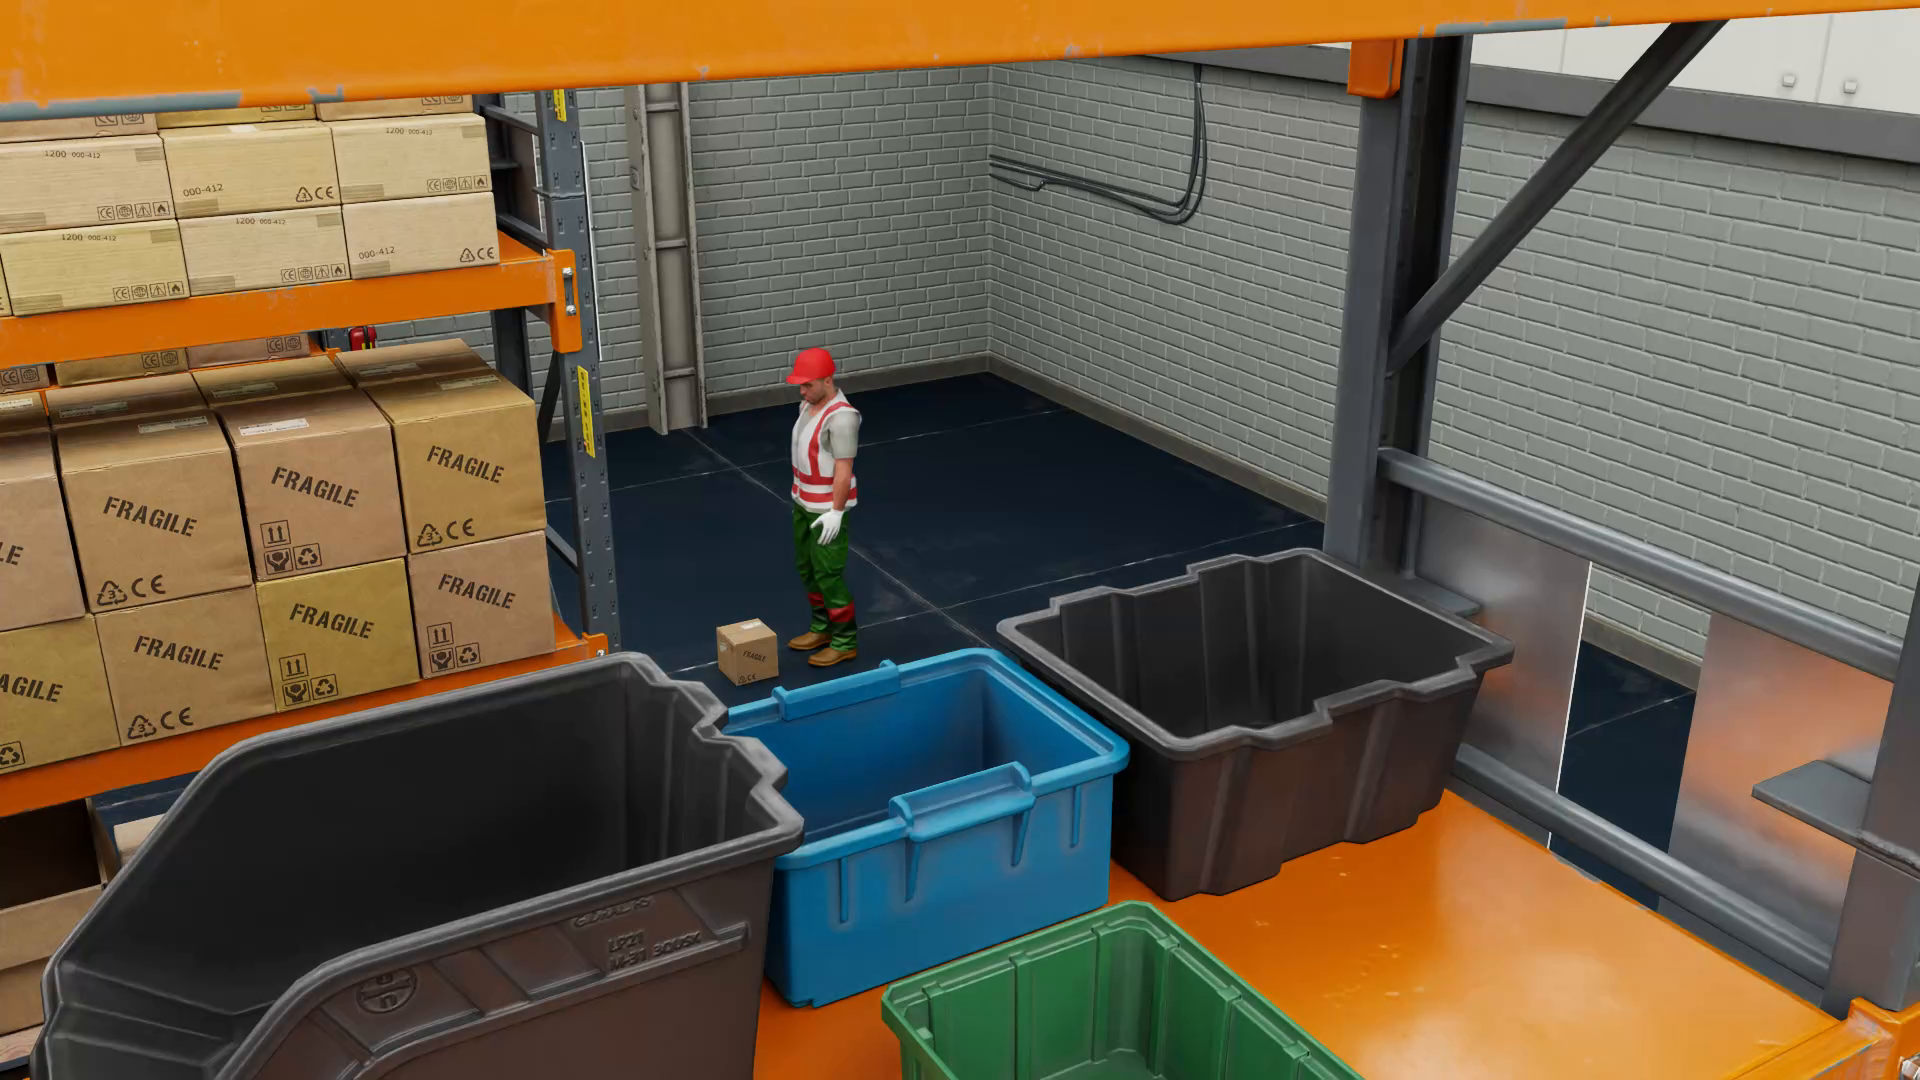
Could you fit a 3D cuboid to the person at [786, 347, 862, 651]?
[{"bbox_3d":[-0.747,-0.210,9.021,0.364,1.715,0.529,-12,24,-27],"label":"person"}]
